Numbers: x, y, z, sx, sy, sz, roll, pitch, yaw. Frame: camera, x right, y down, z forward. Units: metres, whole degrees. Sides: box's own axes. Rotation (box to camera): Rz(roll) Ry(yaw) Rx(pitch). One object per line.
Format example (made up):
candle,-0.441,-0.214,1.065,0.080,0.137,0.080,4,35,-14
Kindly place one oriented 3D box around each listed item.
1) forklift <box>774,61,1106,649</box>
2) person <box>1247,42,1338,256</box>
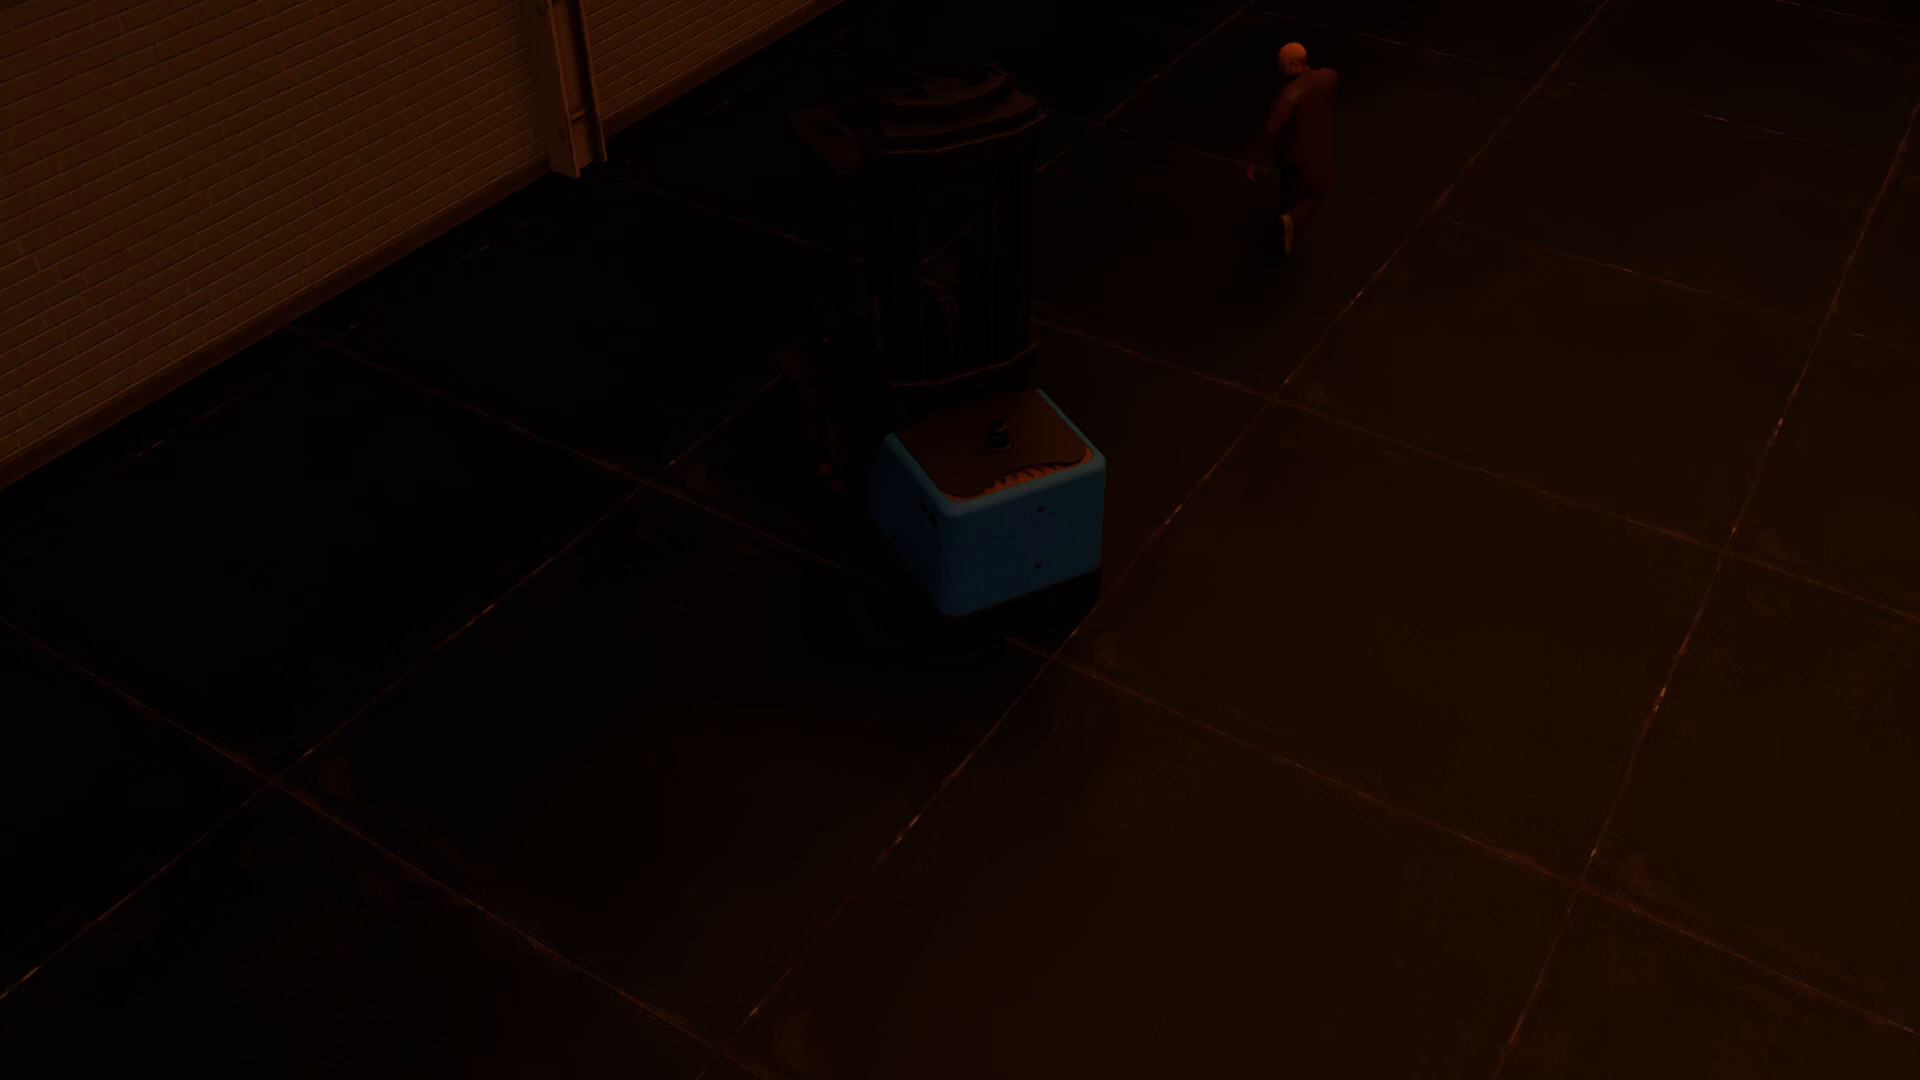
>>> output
forklift,-0.295,-1.448,9.676,1.130,2.935,3.031,-18,44,-20
person,2.519,-2.987,12.602,0.704,1.544,0.911,3,40,3
